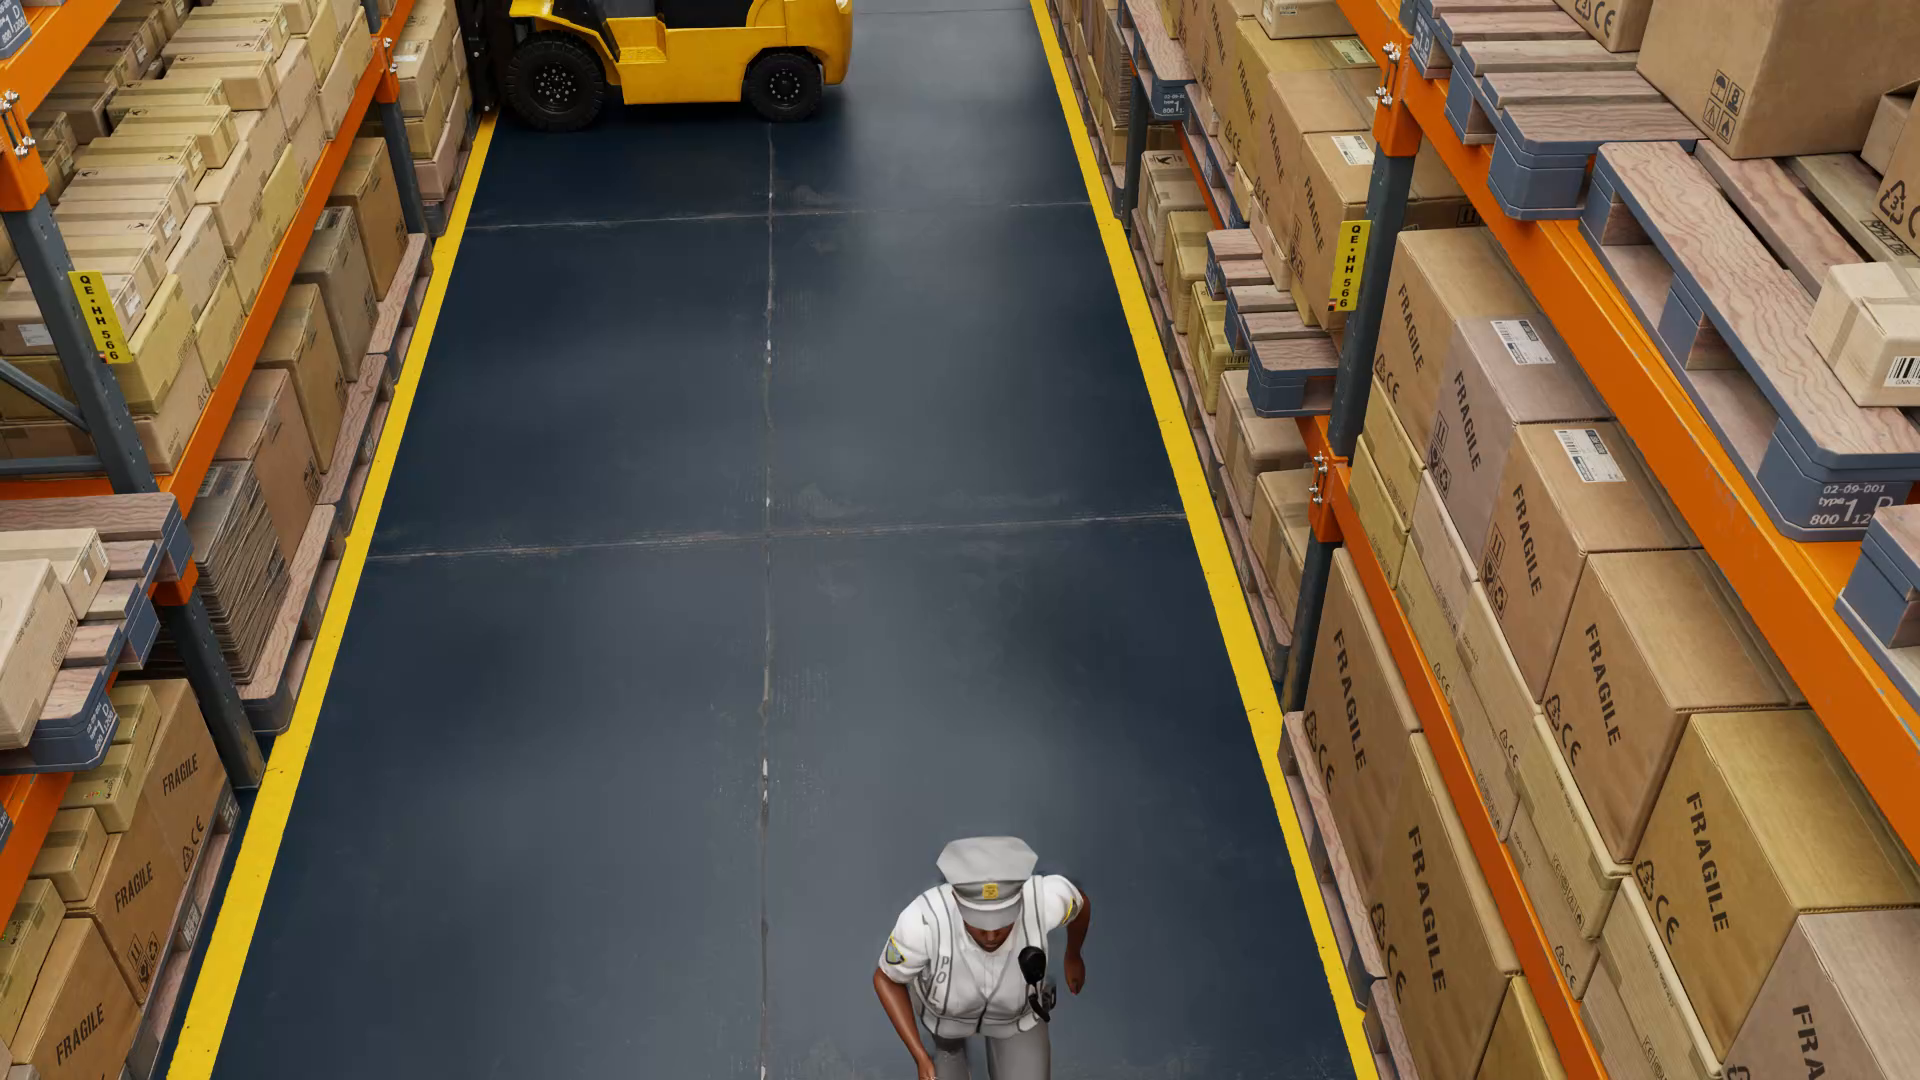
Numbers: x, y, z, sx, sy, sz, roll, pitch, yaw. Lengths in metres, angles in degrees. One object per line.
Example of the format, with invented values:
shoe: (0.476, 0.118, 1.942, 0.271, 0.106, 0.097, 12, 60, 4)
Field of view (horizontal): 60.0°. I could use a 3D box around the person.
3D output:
person: (0.062, 1.271, 4.632, 0.580, 1.600, 0.900, 1, 39, 2)
